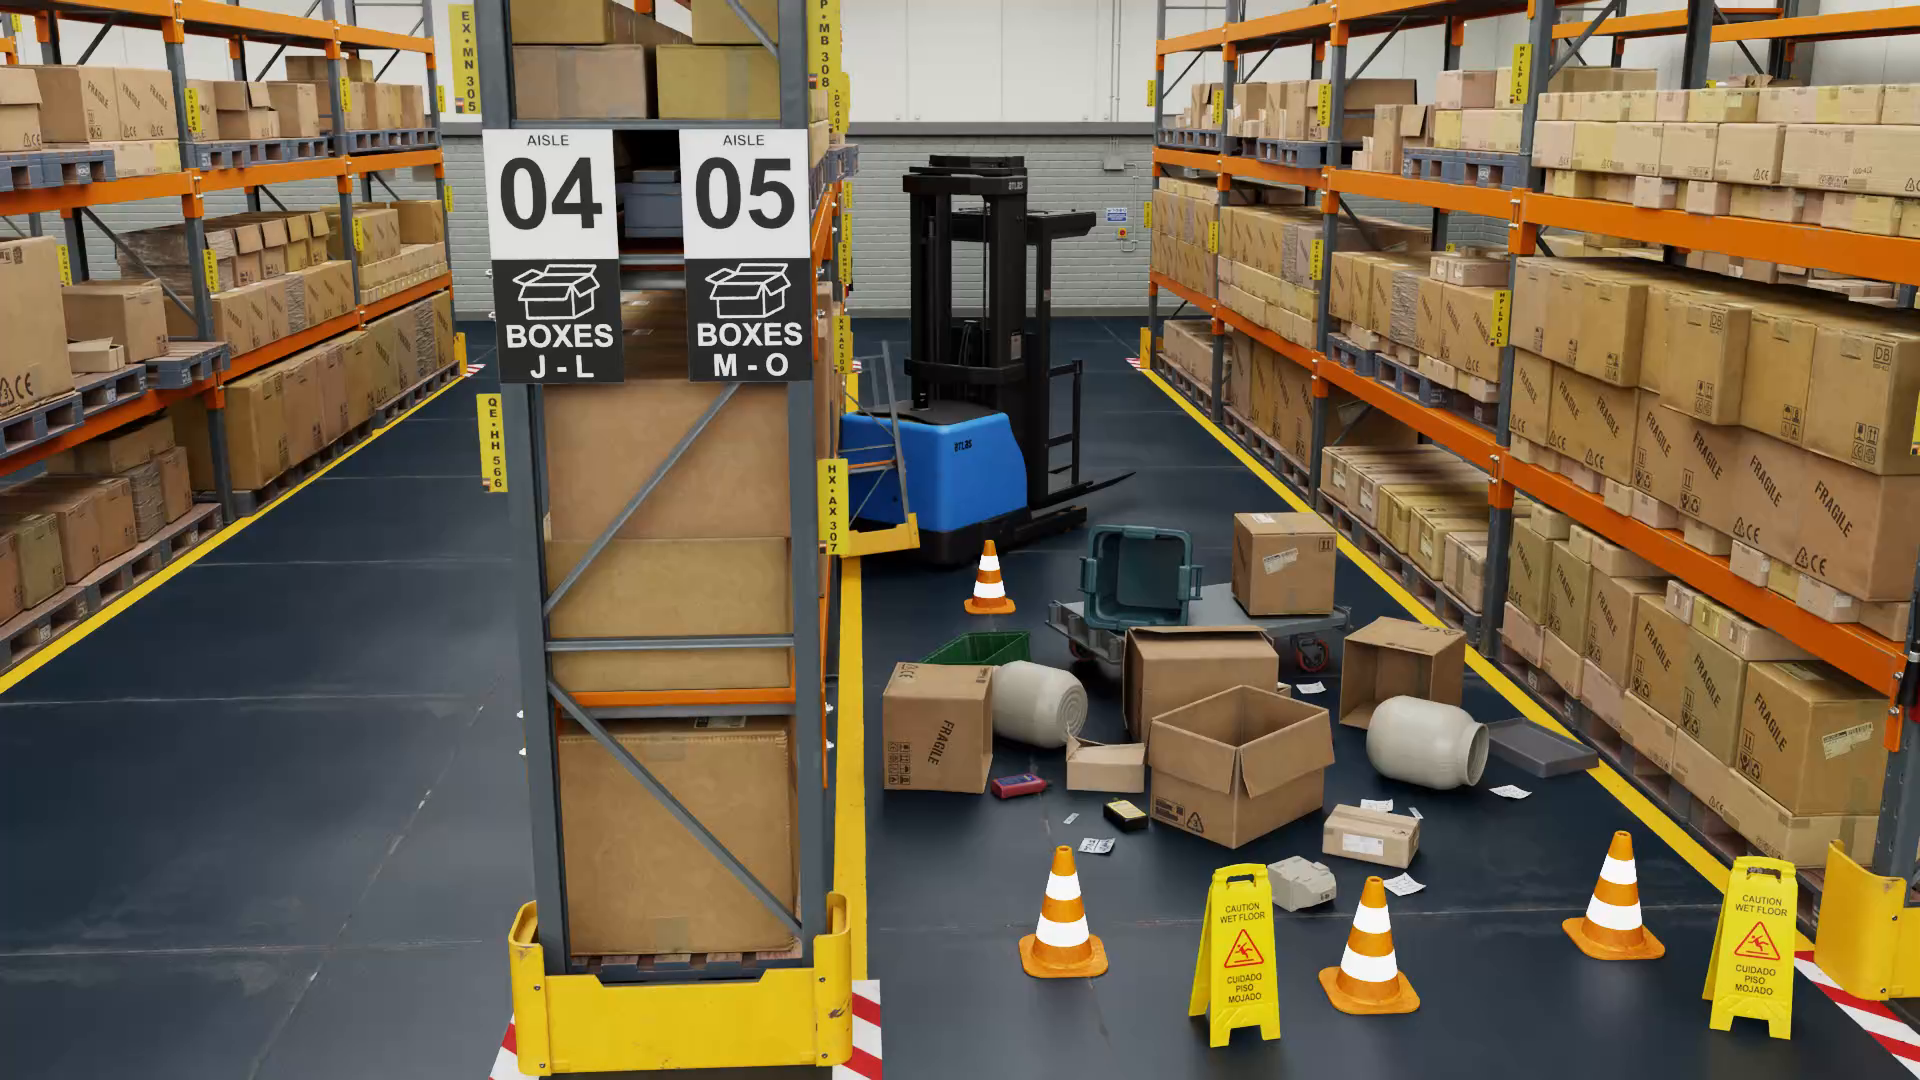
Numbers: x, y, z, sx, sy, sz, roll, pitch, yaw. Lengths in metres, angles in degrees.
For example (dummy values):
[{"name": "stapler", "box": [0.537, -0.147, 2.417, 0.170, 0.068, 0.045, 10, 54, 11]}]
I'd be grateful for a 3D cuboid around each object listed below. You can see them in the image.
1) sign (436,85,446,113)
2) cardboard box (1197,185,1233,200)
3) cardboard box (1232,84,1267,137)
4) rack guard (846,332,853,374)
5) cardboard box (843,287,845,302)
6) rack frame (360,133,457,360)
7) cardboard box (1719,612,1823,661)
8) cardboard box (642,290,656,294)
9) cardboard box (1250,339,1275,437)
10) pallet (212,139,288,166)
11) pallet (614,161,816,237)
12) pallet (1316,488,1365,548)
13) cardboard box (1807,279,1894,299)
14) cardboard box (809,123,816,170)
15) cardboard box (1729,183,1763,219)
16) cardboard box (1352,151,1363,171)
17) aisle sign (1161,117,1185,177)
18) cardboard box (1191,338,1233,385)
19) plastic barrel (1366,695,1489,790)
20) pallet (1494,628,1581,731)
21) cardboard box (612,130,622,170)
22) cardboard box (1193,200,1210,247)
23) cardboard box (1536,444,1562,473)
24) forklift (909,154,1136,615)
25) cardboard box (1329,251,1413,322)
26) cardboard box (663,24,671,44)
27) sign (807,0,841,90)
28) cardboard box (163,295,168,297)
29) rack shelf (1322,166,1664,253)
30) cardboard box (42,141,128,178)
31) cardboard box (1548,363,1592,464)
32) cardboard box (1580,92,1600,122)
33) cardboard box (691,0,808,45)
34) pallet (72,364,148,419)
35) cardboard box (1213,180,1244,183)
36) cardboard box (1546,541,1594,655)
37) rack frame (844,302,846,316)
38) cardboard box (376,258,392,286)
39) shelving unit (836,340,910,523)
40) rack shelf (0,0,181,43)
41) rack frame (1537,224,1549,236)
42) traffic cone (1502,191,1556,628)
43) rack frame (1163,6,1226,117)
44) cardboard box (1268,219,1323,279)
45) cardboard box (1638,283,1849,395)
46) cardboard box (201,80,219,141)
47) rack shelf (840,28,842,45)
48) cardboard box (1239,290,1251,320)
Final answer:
[{"name": "sign", "box": [-6.381, -5.422, 20.440, 0.100, 0.325, 0.005, -1, 14, -3]}, {"name": "cardboard box", "box": [0.394, -4.087, 18.174, 5.399, 0.750, 0.774, -1, 14, -4]}, {"name": "cardboard box", "box": [2.980, -4.213, 16.316, 0.500, 0.500, 0.500, -1, 14, -4]}, {"name": "rack guard", "box": [-1.962, -2.396, 21.333, 1.175, 0.500, 0.348, -1, 14, -3]}, {"name": "cardboard box", "box": [-1.410, -2.584, 17.554, 0.380, 0.149, 0.250, 0, 14, -1]}, {"name": "rack frame", "box": [-6.924, -3.574, 20.895, 1.000, 3.000, 0.127, -1, 14, -3]}, {"name": "cardboard box", "box": [3.559, 0.418, 7.250, 0.380, 0.149, 0.250, 0, 14, -2]}, {"name": "cardboard box", "box": [-1.235, -1.144, 8.984, 0.875, 0.550, 0.550, -1, 14, -3]}, {"name": "cardboard box", "box": [3.397, -1.529, 16.369, 0.887, 0.875, 0.887, -1, 14, -3]}, {"name": "pallet", "box": [-6.593, -3.383, 14.512, 1.003, 0.211, 1.213, 0, 14, -1]}, {"name": "pallet", "box": [-1.032, -1.240, 5.984, 1.003, 0.211, 1.213, -1, 14, -3]}, {"name": "pallet", "box": [3.510, -0.192, 13.349, 1.003, 0.211, 1.213, -1, 14, -3]}, {"name": "cardboard box", "box": [8.028, -2.203, 15.025, 0.500, 0.250, 0.500, -2, 15, -6]}, {"name": "cardboard box", "box": [-0.677, -1.319, 5.573, 0.380, 0.149, 0.250, -1, 14, -3]}, {"name": "cardboard box", "box": [3.606, -1.482, 7.250, 0.380, 0.149, 0.250, -1, 14, -5]}, {"name": "cardboard box", "box": [3.303, -3.497, 17.090, 0.975, 1.149, 8.216, -1, 14, -4]}, {"name": "aisle sign", "box": [2.673, -4.999, 21.218, 0.394, 0.787, 0.004, -1, 14, -3]}, {"name": "cardboard box", "box": [3.227, -2.075, 19.369, 0.875, 0.438, 0.875, -1, 14, -5]}, {"name": "plastic barrel", "box": [2.319, 1.010, 8.251, 0.512, 0.421, 0.421, 10, 18, 35]}, {"name": "pallet", "box": [3.788, 0.775, 9.591, 1.003, 0.211, 1.213, -1, 14, -3]}, {"name": "cardboard box", "box": [-1.335, -1.306, 5.524, 0.380, 0.149, 0.250, -1, 14, -4]}, {"name": "cardboard box", "box": [2.887, -3.504, 18.417, 0.507, 0.500, 0.507, -1, 14, -3]}, {"name": "cardboard box", "box": [3.477, -0.475, 9.357, 0.380, 0.149, 0.250, 0, 14, -2]}, {"name": "forklift", "box": [0.534, -1.407, 12.613, 2.033, 2.935, 3.733, 10, 18, 35]}, {"name": "cardboard box", "box": [3.260, -2.017, 13.207, 0.500, 0.500, 0.500, -1, 14, -5]}, {"name": "cardboard box", "box": [-1.446, -2.135, 7.147, 0.380, 0.149, 0.250, -1, 14, -4]}, {"name": "sign", "box": [-0.422, -1.567, 5.165, 0.100, 0.325, 0.005, -1, 14, -3]}, {"name": "cardboard box", "box": [-6.706, -1.751, 13.612, 0.500, 0.500, 0.500, 0, 14, -2]}, {"name": "rack shelf", "box": [3.587, -2.344, 11.540, 1.077, 0.370, 4.000, -1, 14, -3]}, {"name": "cardboard box", "box": [-6.081, -2.601, 11.399, 0.500, 0.250, 0.500, 0, 14, -2]}, {"name": "cardboard box", "box": [3.514, -0.696, 8.916, 0.500, 0.500, 0.500, -1, 14, -4]}, {"name": "cardboard box", "box": [3.457, -2.246, 8.620, 0.380, 0.149, 0.250, -1, 14, -5]}, {"name": "cardboard box", "box": [-0.679, -1.703, 5.465, 0.380, 0.149, 0.250, -1, 14, -3]}, {"name": "pallet", "box": [-6.265, -0.999, 11.276, 1.003, 0.211, 1.213, -1, 14, -3]}, {"name": "cardboard box", "box": [3.249, -4.232, 19.946, 0.380, 0.149, 0.250, -1, 14, -4]}, {"name": "cardboard box", "box": [3.523, 0.307, 8.985, 0.500, 0.500, 0.500, 0, 14, -1]}, {"name": "rack frame", "box": [-1.967, -3.625, 21.095, 1.000, 3.000, 0.127, -1, 14, -3]}, {"name": "cardboard box", "box": [-6.469, -2.895, 17.962, 0.500, 0.250, 0.500, -1, 14, -4]}, {"name": "shelving unit", "box": [-0.741, -0.656, 12.362, 0.500, 1.500, 0.985, -8, 2, -8]}, {"name": "rack shelf", "box": [-6.304, -3.450, 10.621, 1.077, 0.370, 4.000, -1, 14, -3]}, {"name": "rack frame", "box": [7.921, -3.804, 21.792, 1.000, 3.000, 0.127, -1, 14, -3]}, {"name": "traffic cone", "box": [2.616, -0.841, 10.660, 3.046, 2.808, 1.723, -1, 14, -3]}, {"name": "rack frame", "box": [2.970, -6.632, 20.743, 0.949, 2.616, 0.053, -1, 14, -3]}, {"name": "cardboard box", "box": [3.106, -2.645, 15.080, 0.500, 0.500, 0.500, -1, 14, -3]}, {"name": "cardboard box", "box": [3.658, -0.925, 7.798, 0.700, 0.500, 0.500, -1, 14, -4]}, {"name": "cardboard box", "box": [-6.679, -3.652, 14.138, 0.500, 0.500, 0.500, 0, 14, 0]}, {"name": "rack shelf", "box": [-1.595, -4.496, 14.688, 1.077, 0.370, 4.000, -1, 14, -3]}, {"name": "cardboard box", "box": [3.028, -2.289, 16.205, 0.500, 0.250, 0.500, -1, 14, -4]}]
